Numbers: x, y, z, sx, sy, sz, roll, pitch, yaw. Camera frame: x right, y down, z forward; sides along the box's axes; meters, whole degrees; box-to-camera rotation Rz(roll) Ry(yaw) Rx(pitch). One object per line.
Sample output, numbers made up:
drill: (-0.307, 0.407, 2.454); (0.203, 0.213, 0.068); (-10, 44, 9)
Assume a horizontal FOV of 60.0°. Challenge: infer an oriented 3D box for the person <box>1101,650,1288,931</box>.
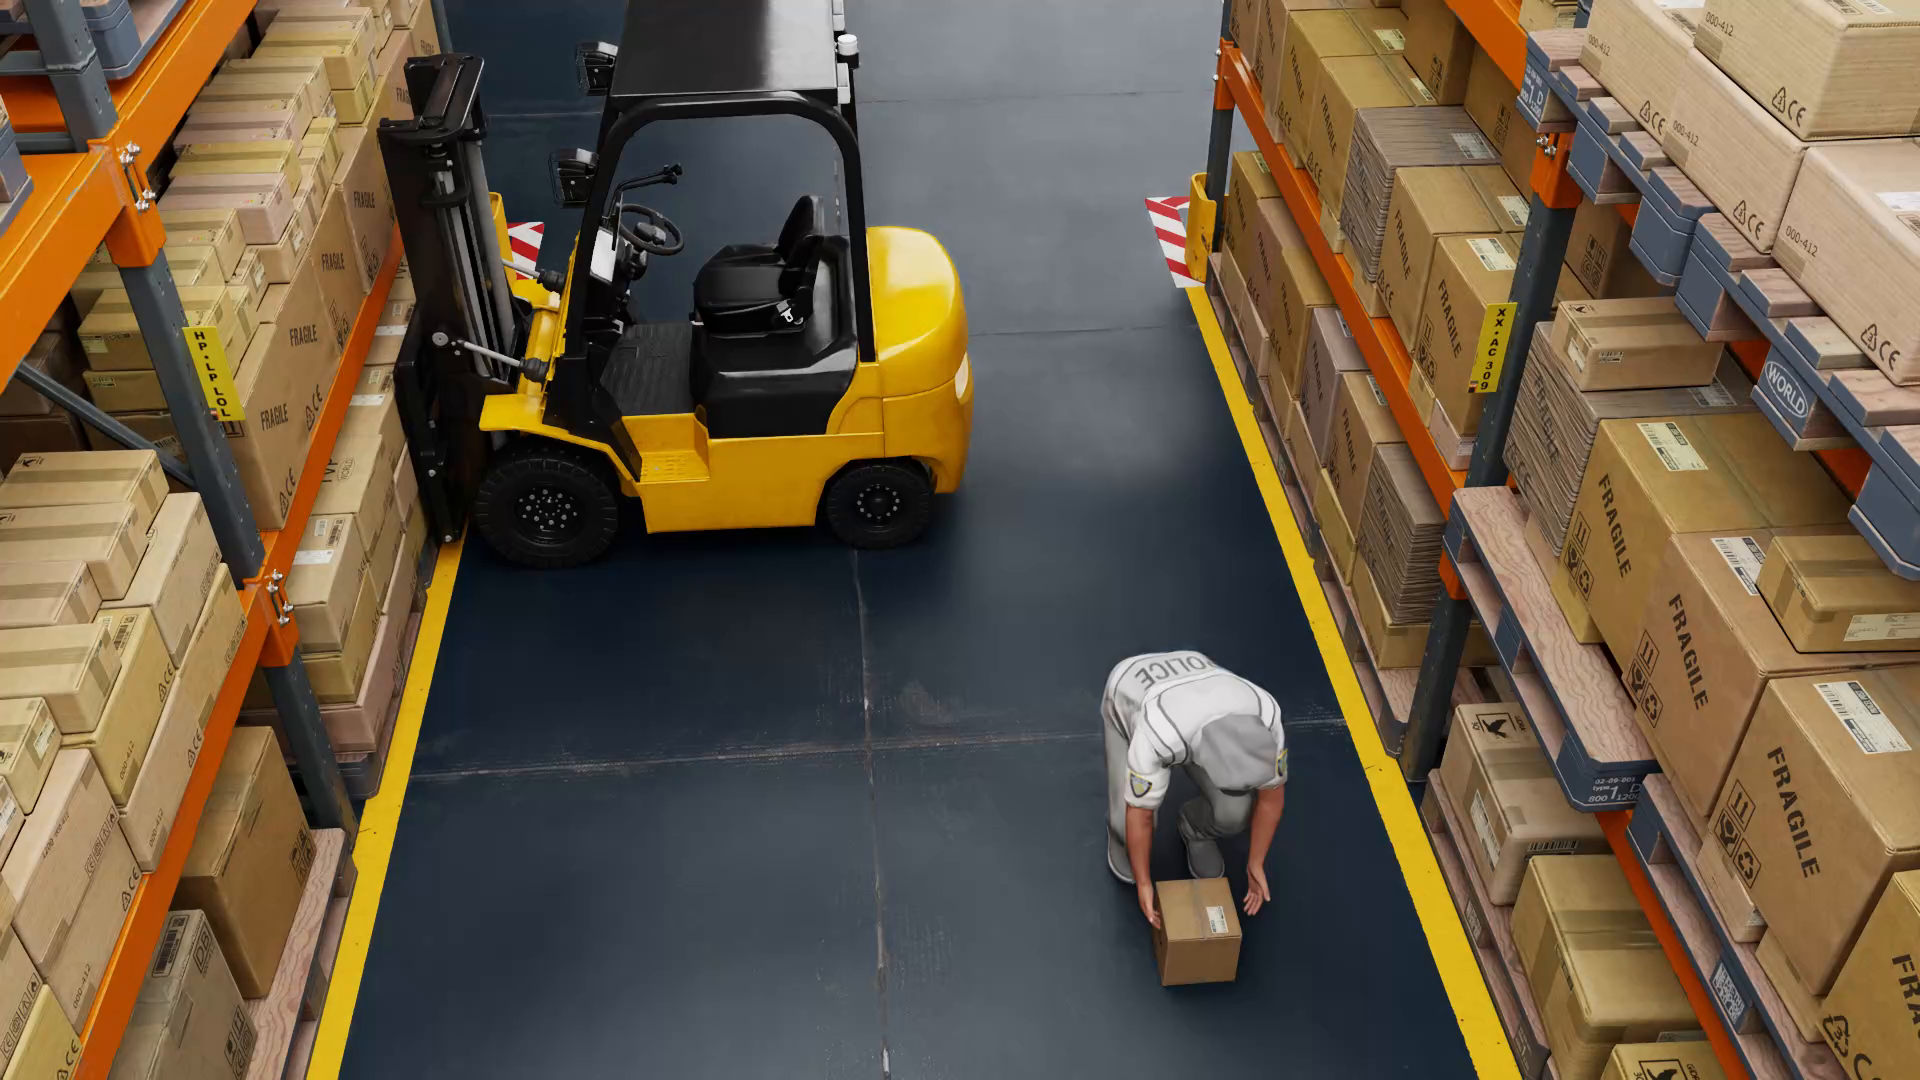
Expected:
person: (0.794, 0.795, 5.706); (0.572, 1.075, 0.933); (-4, 39, -5)
